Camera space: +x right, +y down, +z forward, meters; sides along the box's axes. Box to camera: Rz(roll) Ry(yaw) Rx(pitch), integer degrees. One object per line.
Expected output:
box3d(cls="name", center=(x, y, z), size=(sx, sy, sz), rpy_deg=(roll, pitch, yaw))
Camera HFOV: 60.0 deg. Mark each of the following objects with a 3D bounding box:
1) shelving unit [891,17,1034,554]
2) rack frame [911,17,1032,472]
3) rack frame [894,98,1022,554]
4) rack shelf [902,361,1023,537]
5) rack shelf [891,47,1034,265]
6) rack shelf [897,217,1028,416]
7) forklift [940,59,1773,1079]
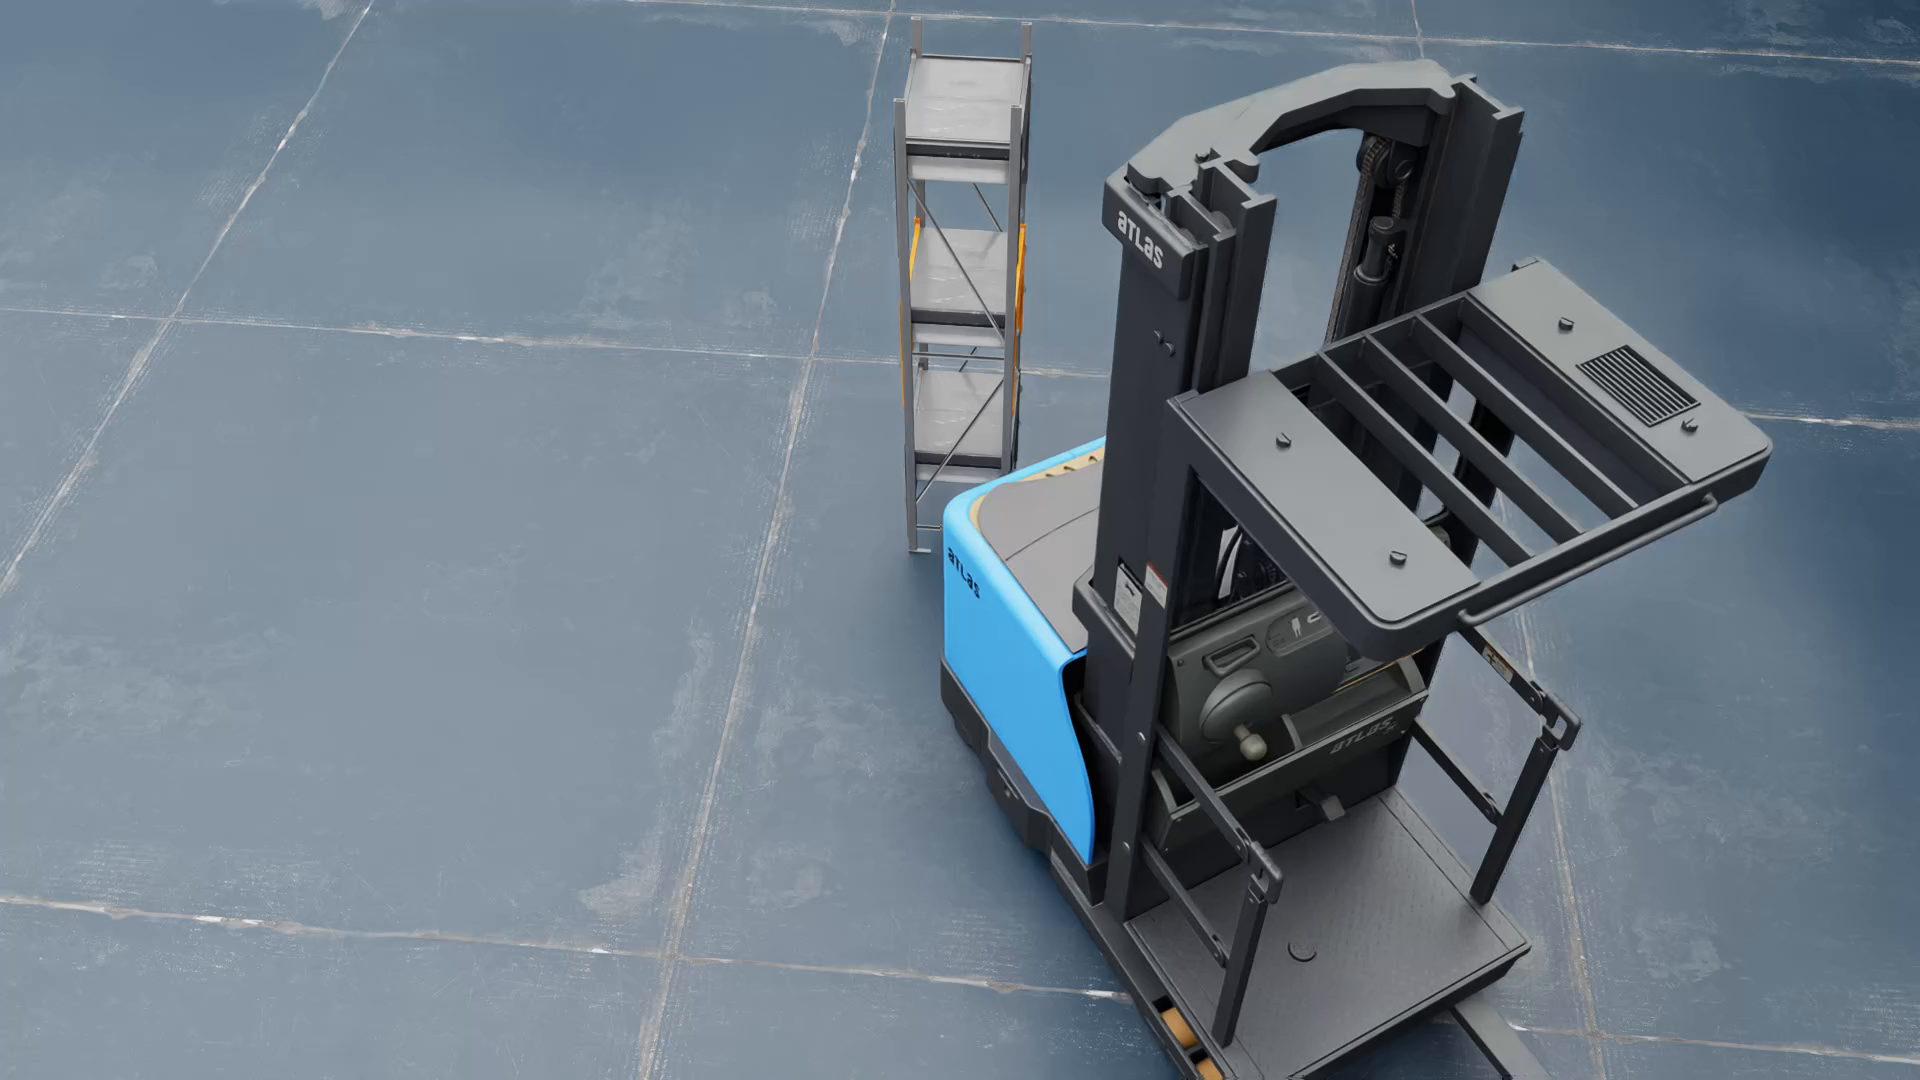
box3d(cls="shelving unit", center=(0.015, -0.830, 6.112), size=(0.431, 2.100, 0.503), rpy_deg=(4, 48, 4))
box3d(cls="rack frame", center=(0.037, -1.010, 6.276), size=(0.400, 2.100, 0.015), rpy_deg=(4, 48, 4))
box3d(cls="rack frame", center=(-0.007, -0.651, 5.948), size=(0.400, 2.100, 0.015), rpy_deg=(4, 48, 4))
box3d(cls="rack shelf", center=(0.015, -0.349, 6.639), size=(0.431, 0.518, 0.480), rpy_deg=(4, 48, 4))
box3d(cls="rack shelf", center=(0.015, -1.294, 5.606), size=(0.431, 0.518, 0.480), rpy_deg=(4, 48, 4))
box3d(cls="rack shelf", center=(0.015, -0.821, 6.122), size=(0.431, 0.518, 0.480), rpy_deg=(4, 48, 4))
box3d(cls="forklift", center=(1.079, 0.388, 4.435), size=(1.130, 2.935, 3.031), rpy_deg=(-22, 51, -19))
